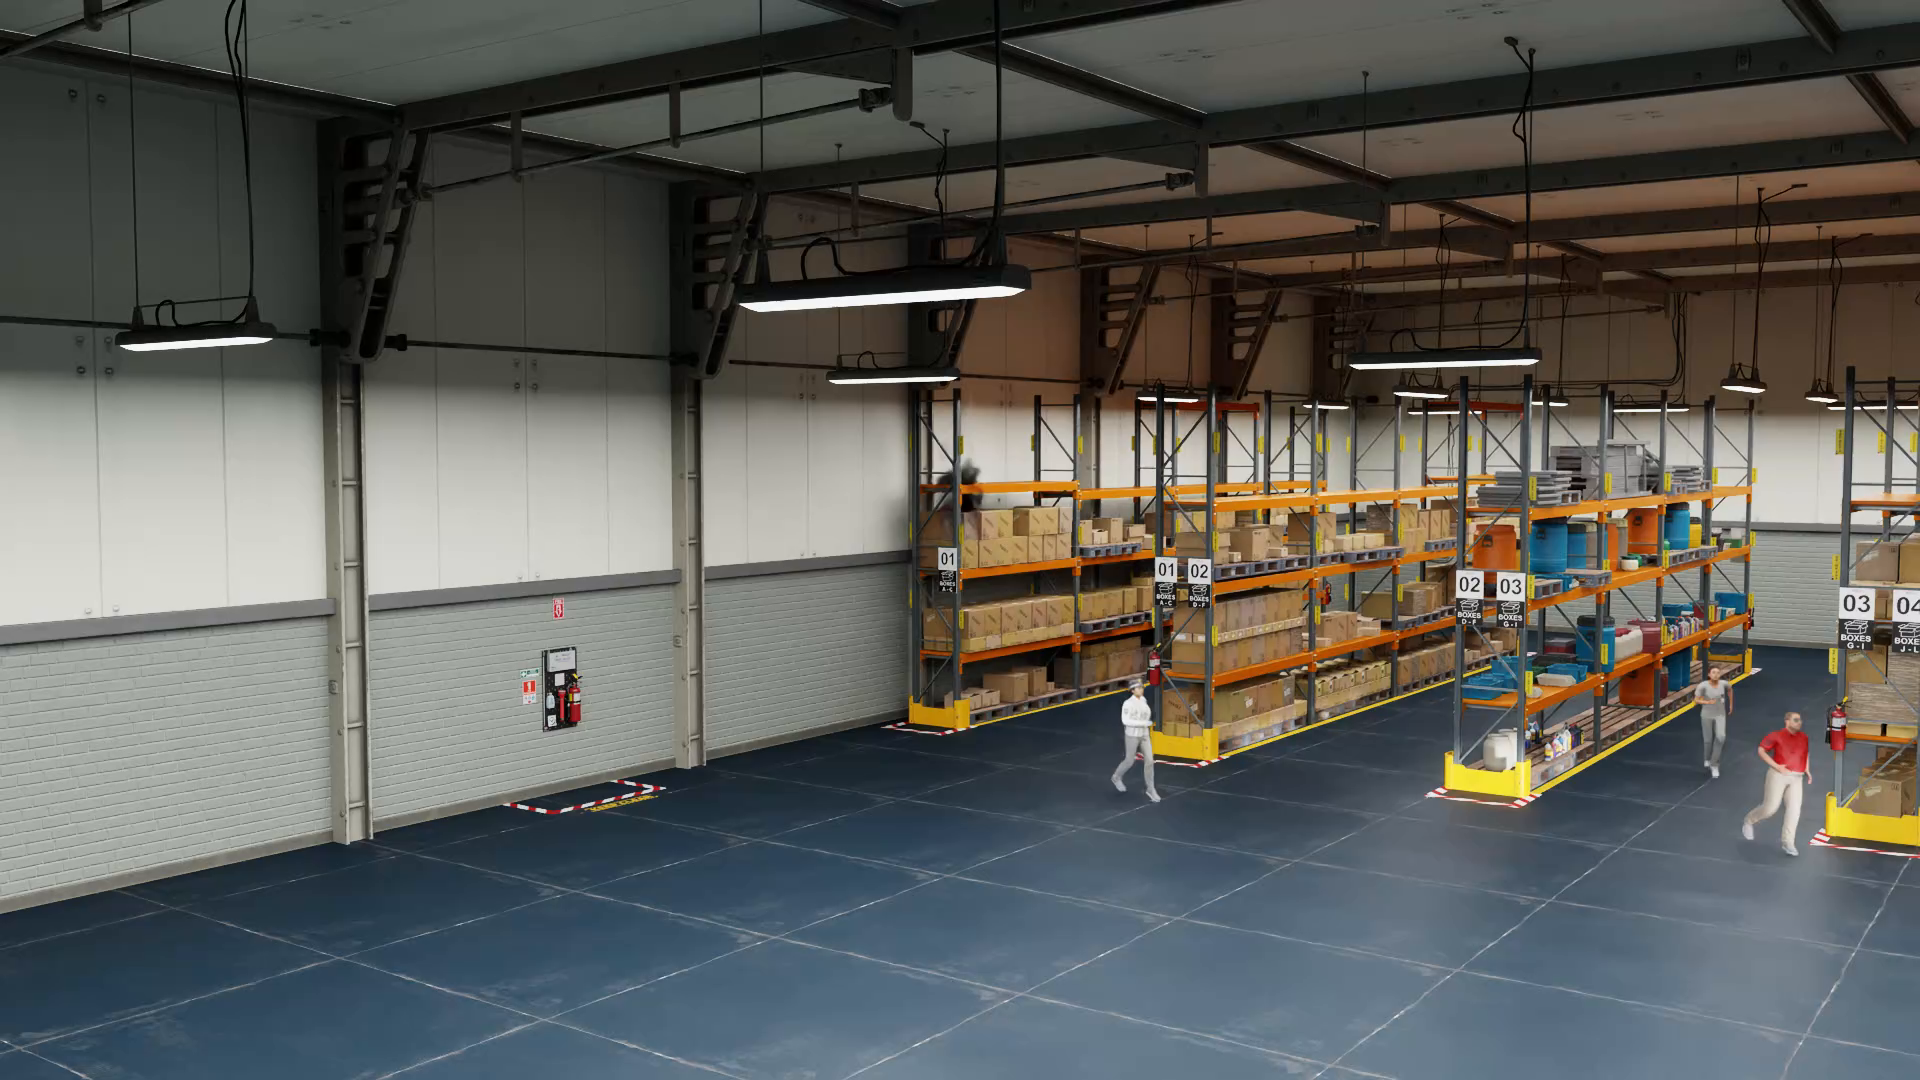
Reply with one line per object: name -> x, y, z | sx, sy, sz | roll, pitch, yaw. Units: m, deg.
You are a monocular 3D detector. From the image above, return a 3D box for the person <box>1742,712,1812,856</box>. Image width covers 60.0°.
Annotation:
person -> 10.257, 2.975, 20.609 | 0.732, 1.689, 0.955 | 0, 3, -5

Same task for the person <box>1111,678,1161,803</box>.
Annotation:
person -> 2.486, 2.801, 23.541 | 0.600, 1.724, 0.896 | -3, 4, -38

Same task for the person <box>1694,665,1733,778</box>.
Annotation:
person -> 11.470, 2.730, 25.336 | 0.586, 1.701, 0.837 | 1, 3, 14
